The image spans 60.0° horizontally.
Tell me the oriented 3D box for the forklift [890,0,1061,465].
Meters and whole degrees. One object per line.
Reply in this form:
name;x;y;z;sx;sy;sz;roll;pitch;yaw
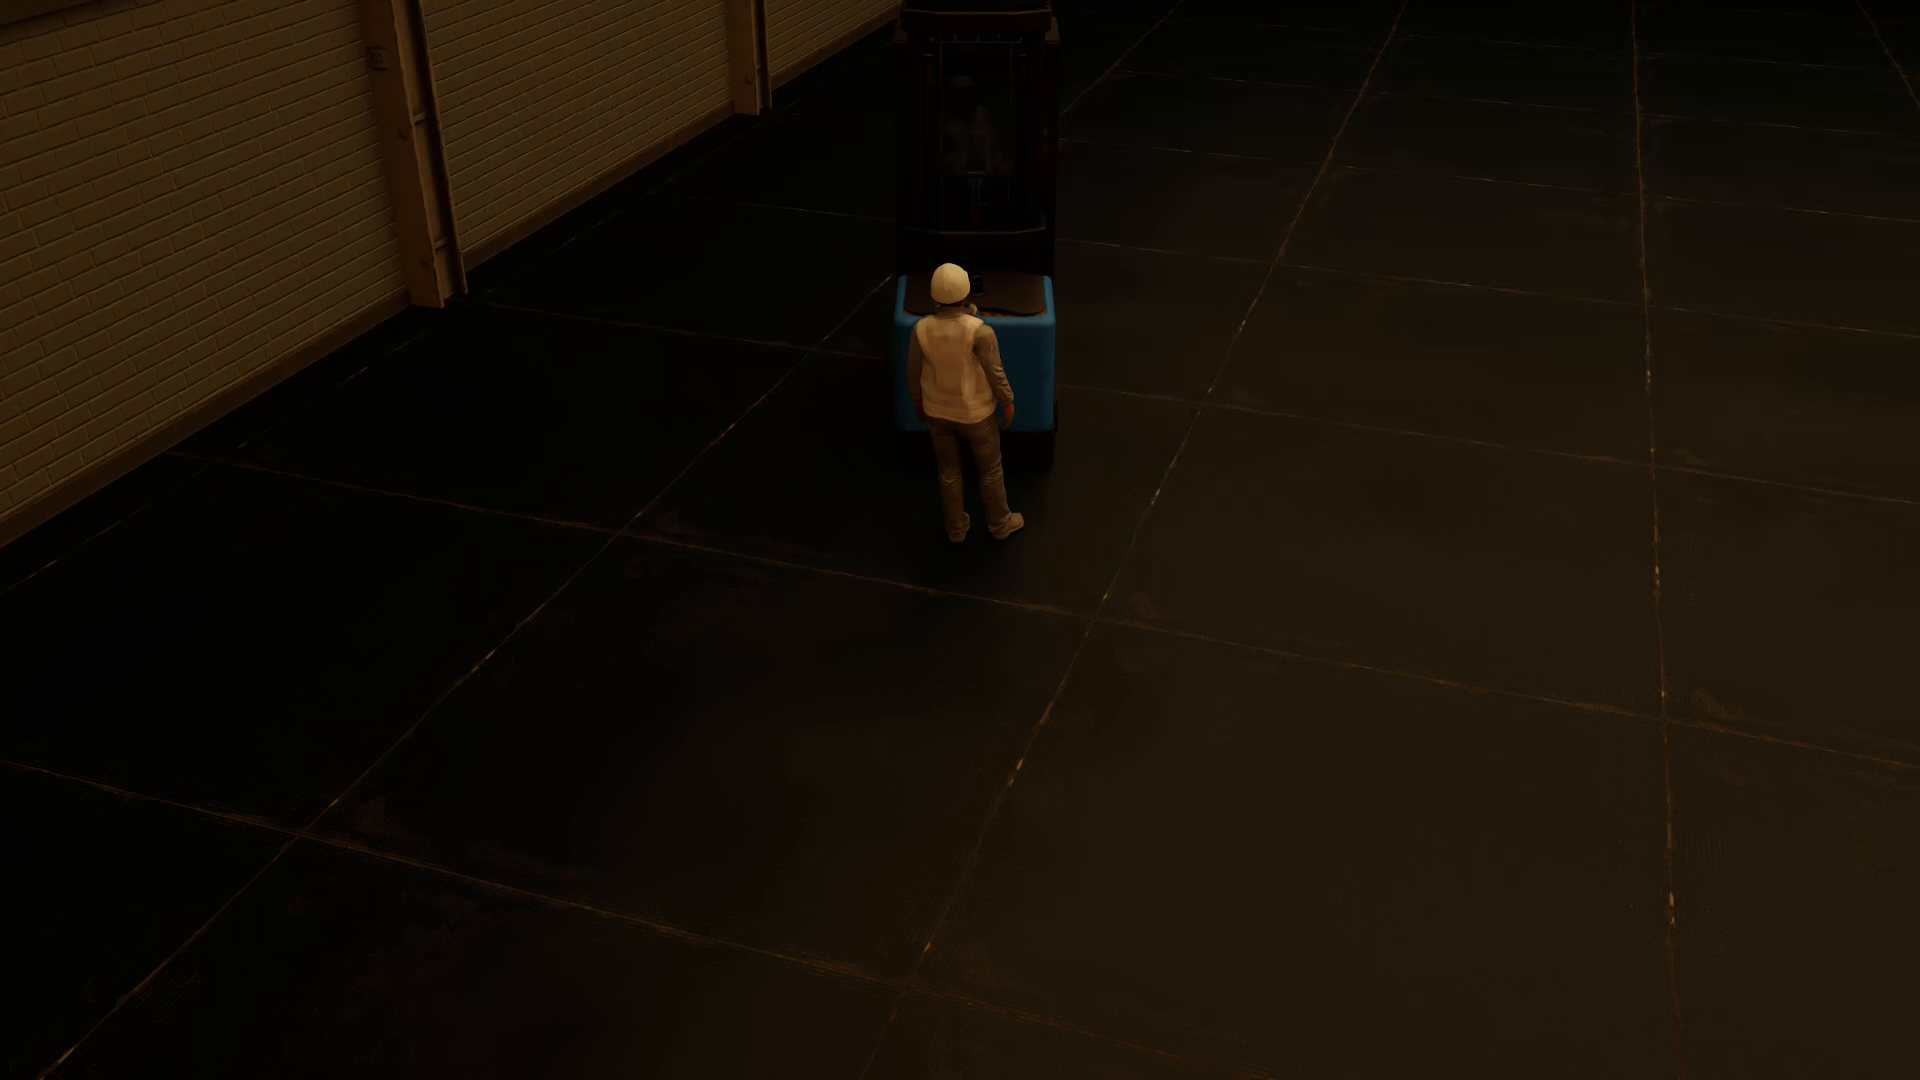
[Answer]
forklift;0.107;-2.449;11.433;1.130;2.935;3.031;0;30;1

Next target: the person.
person;0.027;-0.805;9.702;0.633;1.774;0.568;10;31;16
